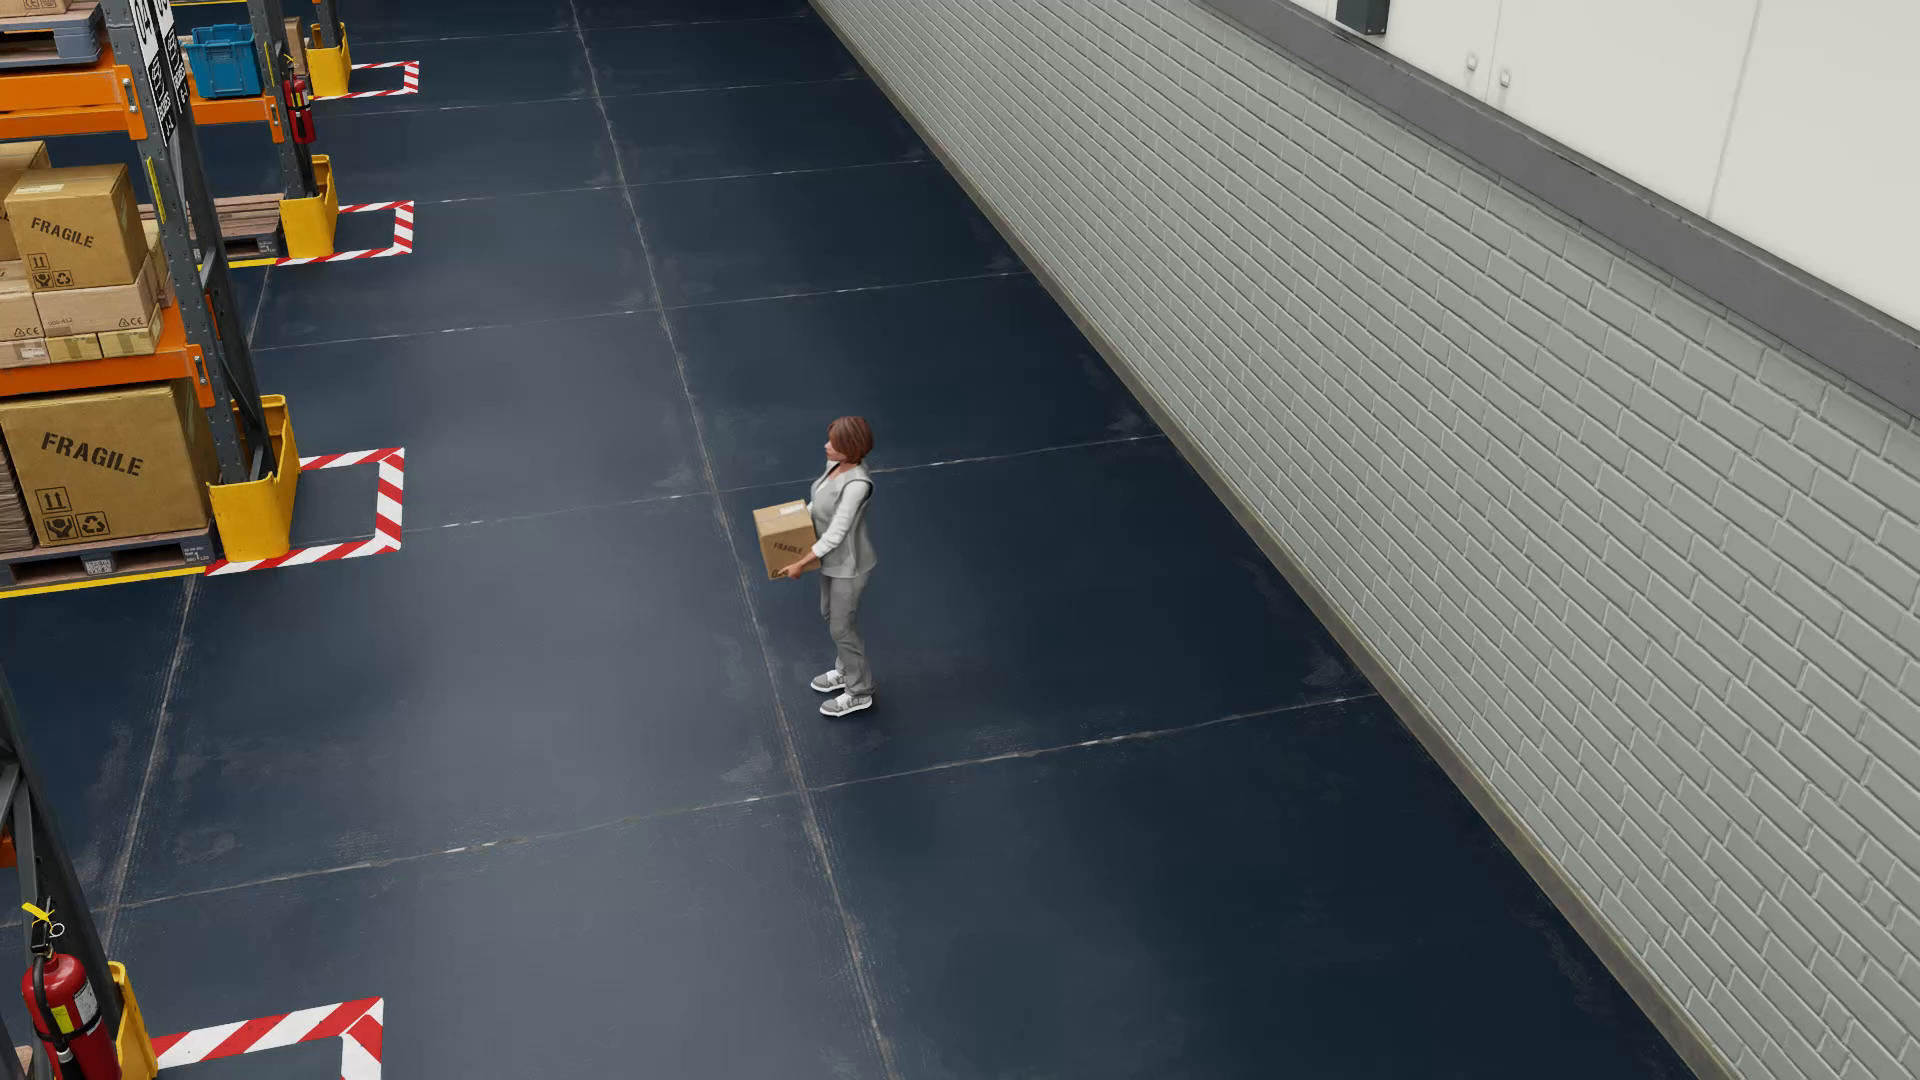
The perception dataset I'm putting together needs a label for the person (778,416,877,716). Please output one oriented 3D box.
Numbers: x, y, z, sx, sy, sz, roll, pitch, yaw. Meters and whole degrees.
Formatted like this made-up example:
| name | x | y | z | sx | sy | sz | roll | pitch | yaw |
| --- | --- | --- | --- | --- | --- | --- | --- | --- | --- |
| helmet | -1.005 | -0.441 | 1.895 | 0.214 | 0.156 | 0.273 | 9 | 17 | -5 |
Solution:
| name | x | y | z | sx | sy | sz | roll | pitch | yaw |
| --- | --- | --- | --- | --- | --- | --- | --- | --- | --- |
| person | -0.648 | 0.129 | 8.026 | 0.497 | 1.588 | 0.406 | -8 | 32 | -13 |
